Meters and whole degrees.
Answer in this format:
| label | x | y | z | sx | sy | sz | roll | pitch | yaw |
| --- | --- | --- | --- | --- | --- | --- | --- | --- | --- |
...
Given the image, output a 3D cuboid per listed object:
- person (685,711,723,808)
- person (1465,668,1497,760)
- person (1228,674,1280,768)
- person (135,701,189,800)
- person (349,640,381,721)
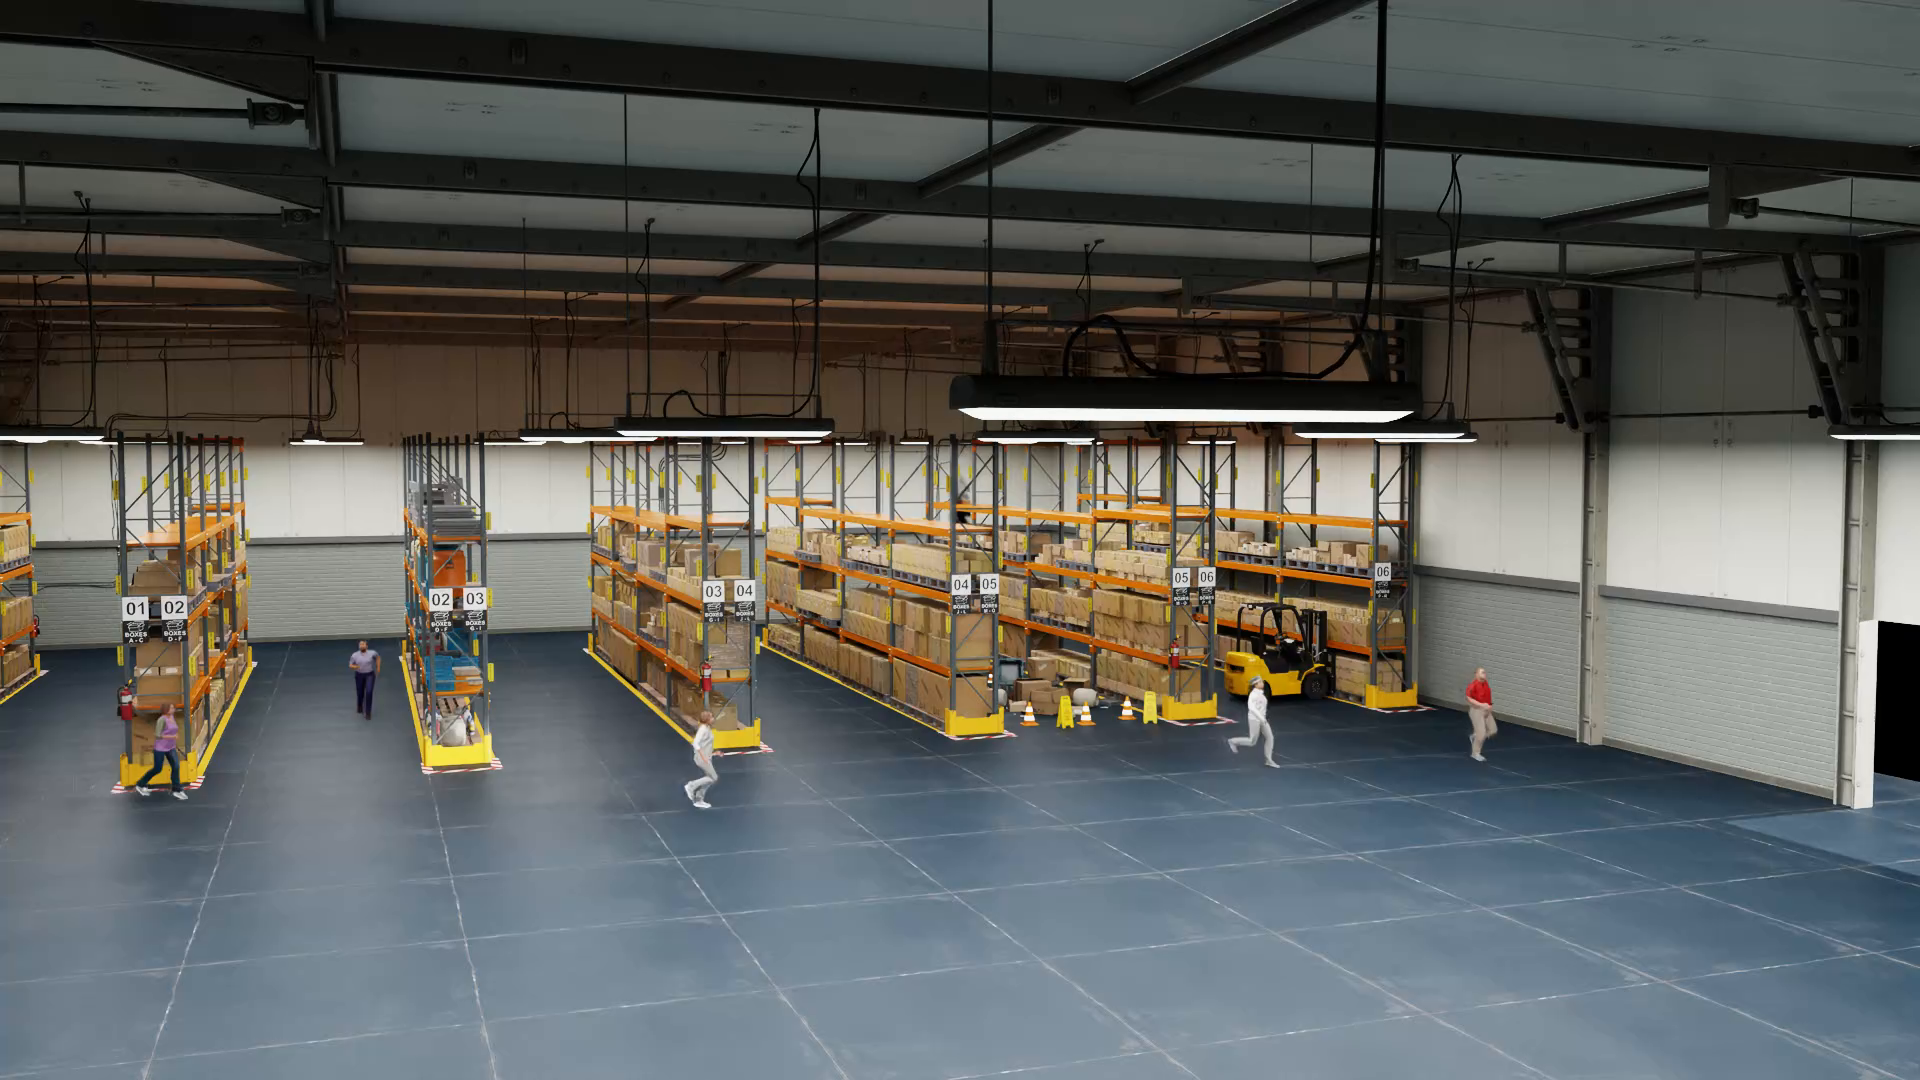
| label | x | y | z | sx | sy | sz | roll | pitch | yaw |
| --- | --- | --- | --- | --- | --- | --- | --- | --- | --- |
| person | -4.078 | 3.489 | 26.456 | 0.576 | 1.554 | 0.525 | 0 | 3 | 0 |
| person | 9.580 | 3.190 | 30.539 | 0.705 | 1.692 | 0.585 | -2 | 4 | -37 |
| person | 5.316 | 3.255 | 29.956 | 0.944 | 1.681 | 0.602 | 2 | 4 | 31 |
| person | -12.970 | 3.422 | 27.031 | 0.860 | 1.611 | 0.507 | 1 | 3 | 10 |
| person | -12.636 | 2.947 | 35.328 | 0.614 | 1.677 | 0.930 | -1 | 3 | -14 |
